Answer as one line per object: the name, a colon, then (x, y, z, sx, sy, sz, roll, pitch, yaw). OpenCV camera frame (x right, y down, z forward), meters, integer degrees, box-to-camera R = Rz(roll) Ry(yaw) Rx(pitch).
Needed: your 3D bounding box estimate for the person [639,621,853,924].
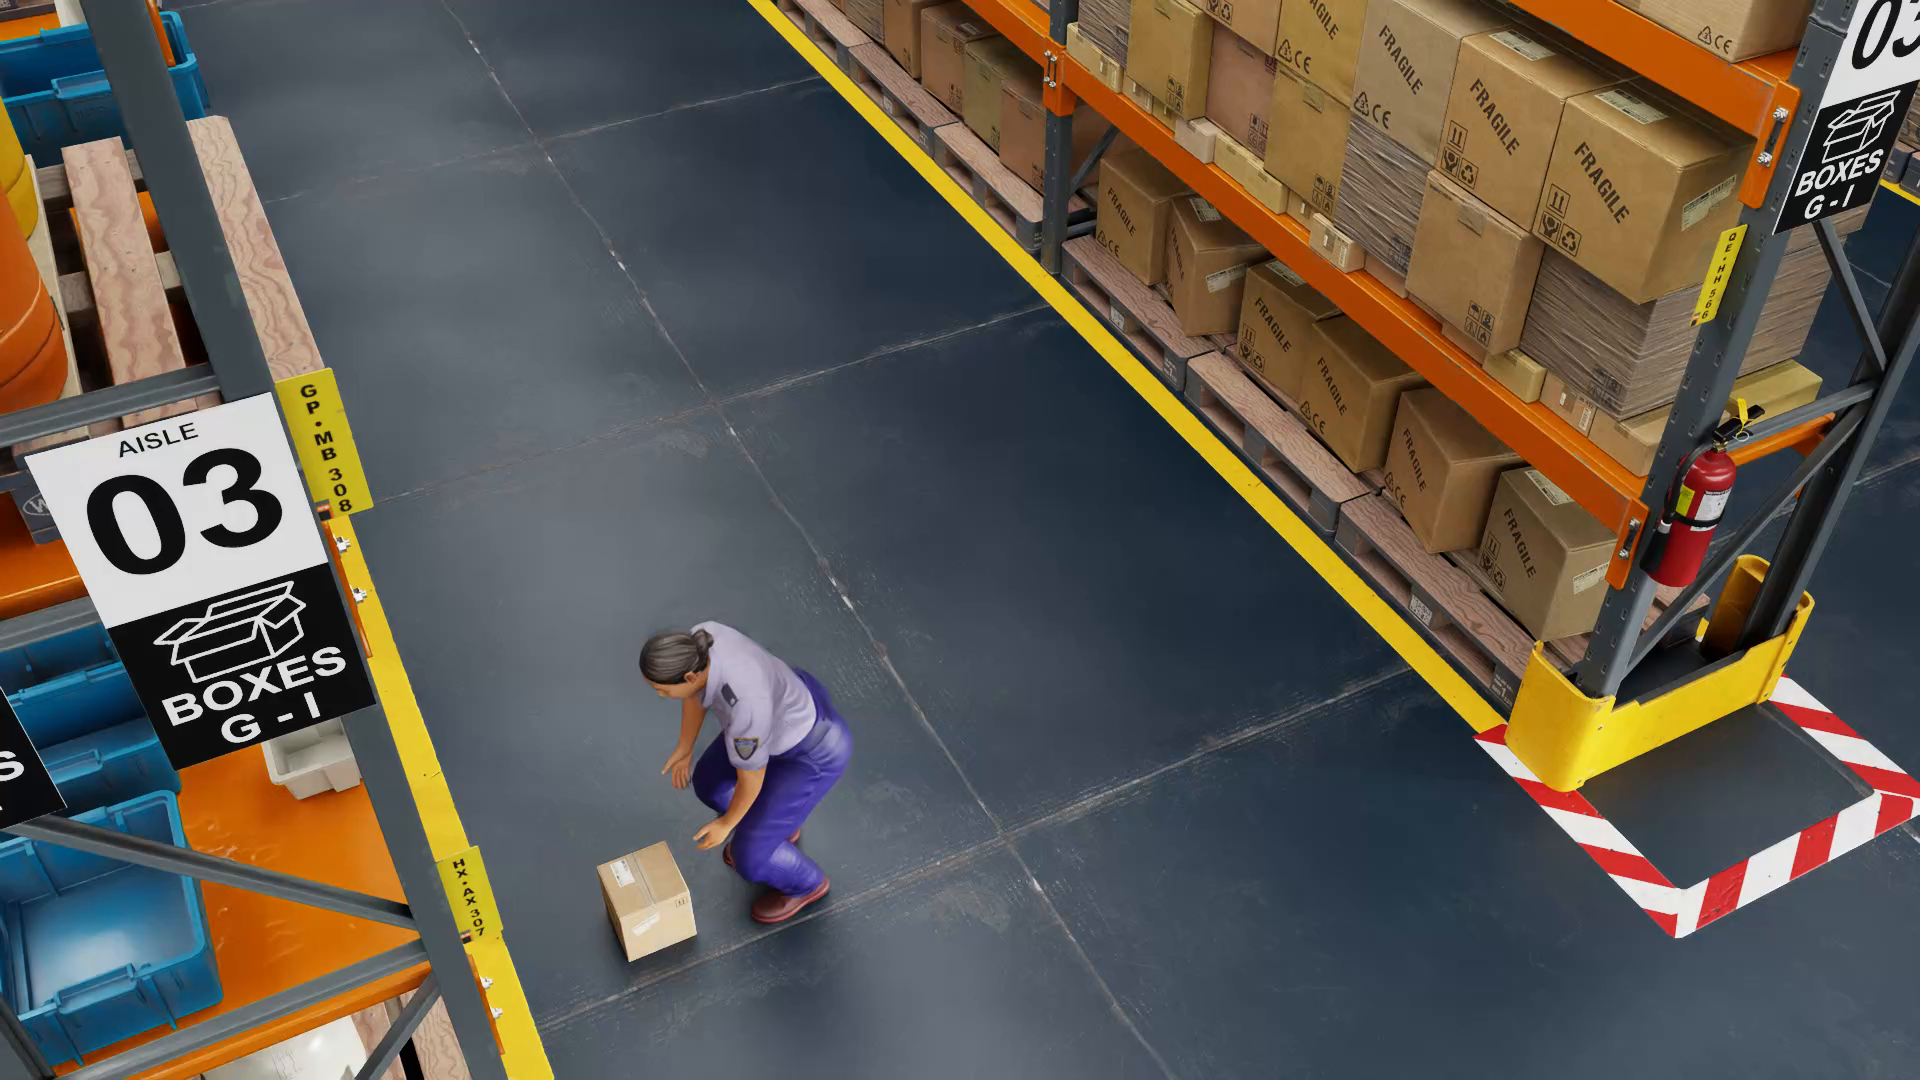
person: (-0.681, 0.735, 5.559, 0.655, 1.368, 0.534, -19, 45, -20)
